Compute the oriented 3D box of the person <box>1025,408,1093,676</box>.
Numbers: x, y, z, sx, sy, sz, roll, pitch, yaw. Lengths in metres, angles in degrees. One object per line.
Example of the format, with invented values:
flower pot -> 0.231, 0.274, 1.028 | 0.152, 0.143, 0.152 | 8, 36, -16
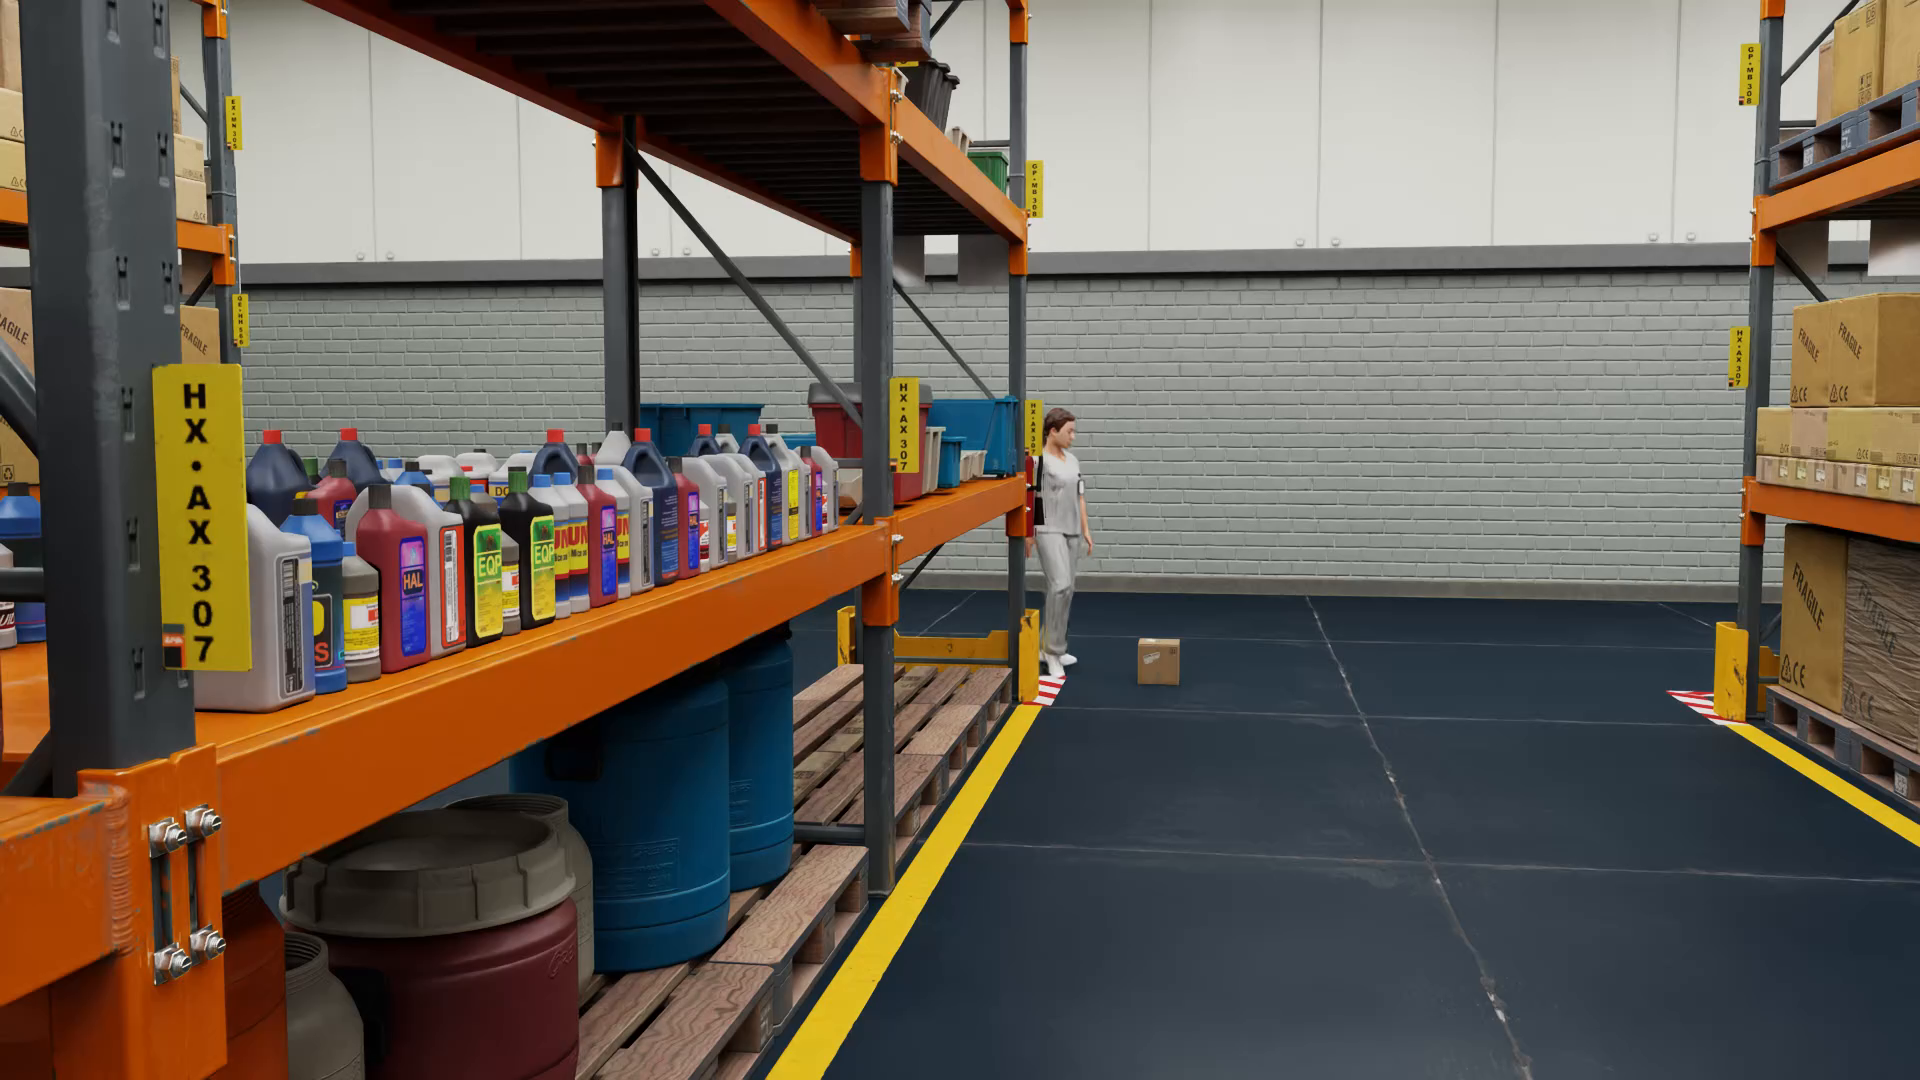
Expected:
person -> 0.651, 0.013, 10.796 | 0.469, 1.737, 0.445 | -4, 6, -43
